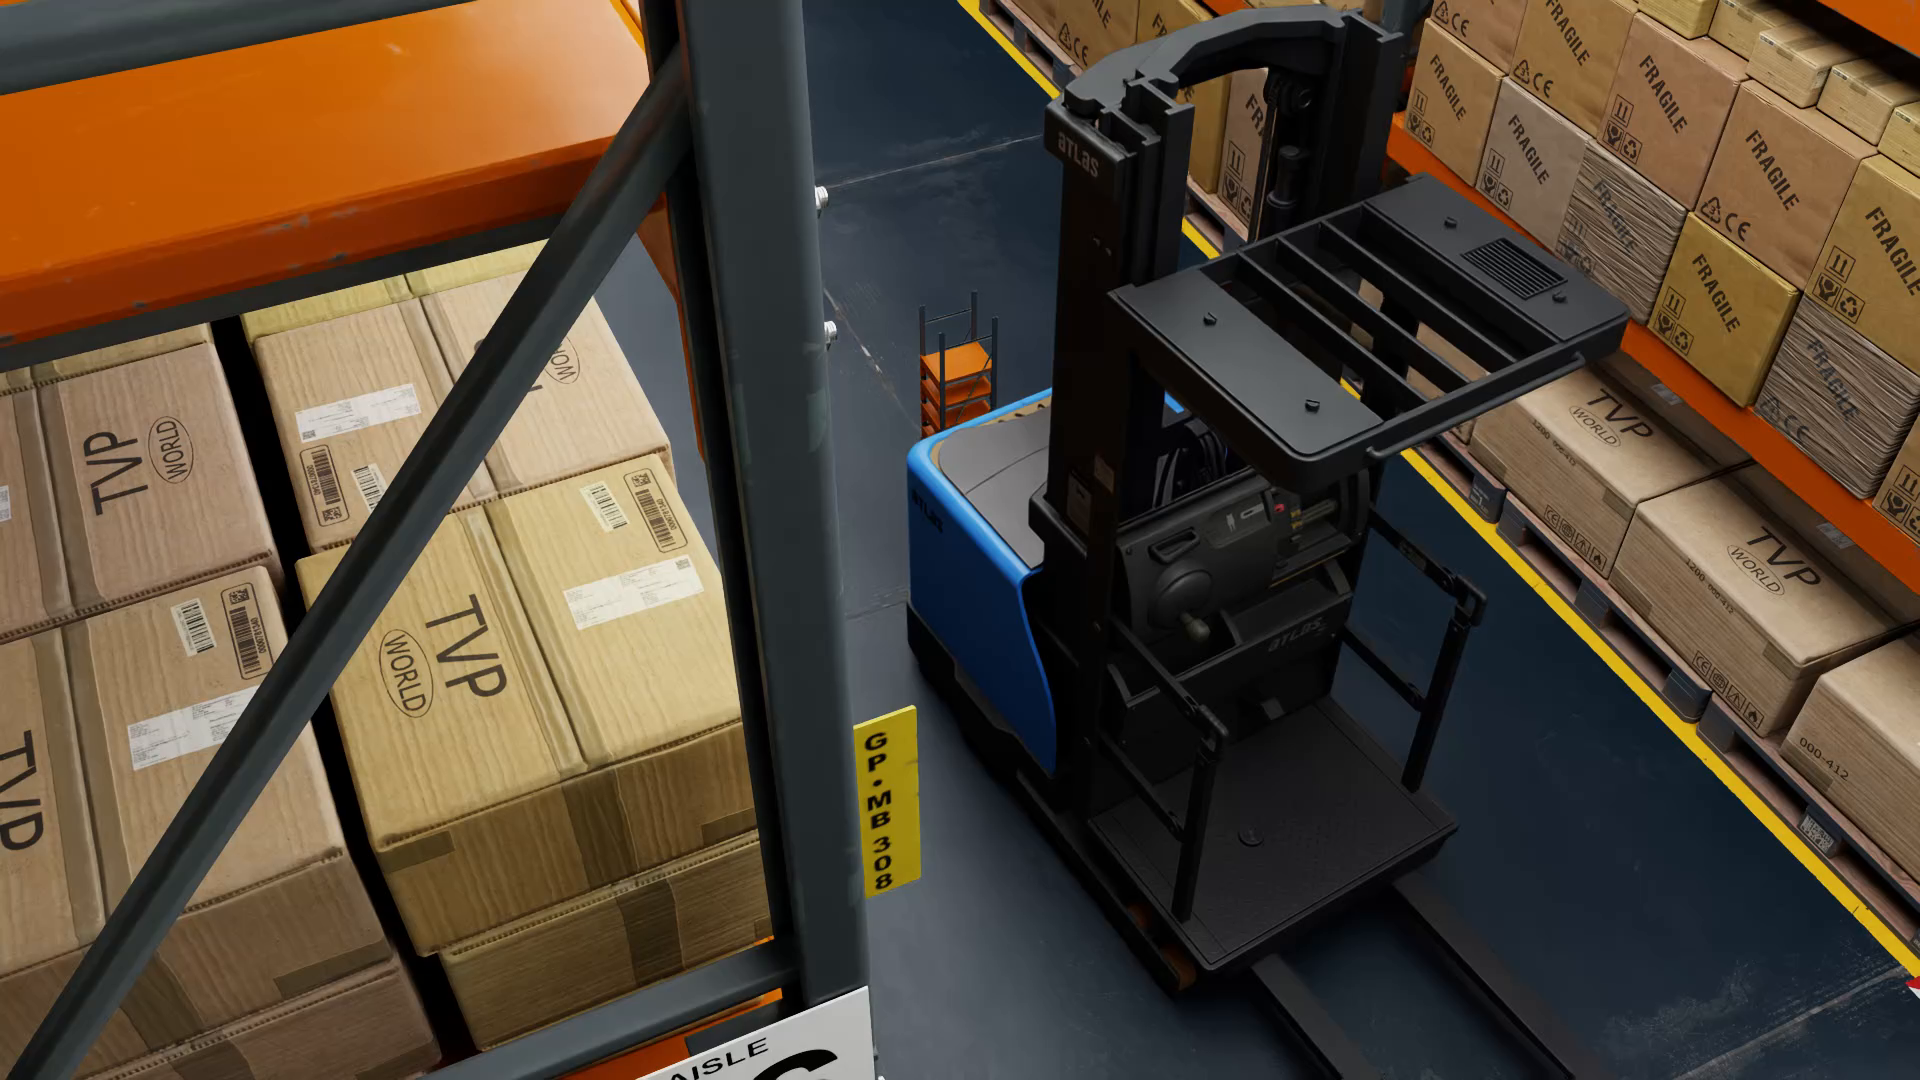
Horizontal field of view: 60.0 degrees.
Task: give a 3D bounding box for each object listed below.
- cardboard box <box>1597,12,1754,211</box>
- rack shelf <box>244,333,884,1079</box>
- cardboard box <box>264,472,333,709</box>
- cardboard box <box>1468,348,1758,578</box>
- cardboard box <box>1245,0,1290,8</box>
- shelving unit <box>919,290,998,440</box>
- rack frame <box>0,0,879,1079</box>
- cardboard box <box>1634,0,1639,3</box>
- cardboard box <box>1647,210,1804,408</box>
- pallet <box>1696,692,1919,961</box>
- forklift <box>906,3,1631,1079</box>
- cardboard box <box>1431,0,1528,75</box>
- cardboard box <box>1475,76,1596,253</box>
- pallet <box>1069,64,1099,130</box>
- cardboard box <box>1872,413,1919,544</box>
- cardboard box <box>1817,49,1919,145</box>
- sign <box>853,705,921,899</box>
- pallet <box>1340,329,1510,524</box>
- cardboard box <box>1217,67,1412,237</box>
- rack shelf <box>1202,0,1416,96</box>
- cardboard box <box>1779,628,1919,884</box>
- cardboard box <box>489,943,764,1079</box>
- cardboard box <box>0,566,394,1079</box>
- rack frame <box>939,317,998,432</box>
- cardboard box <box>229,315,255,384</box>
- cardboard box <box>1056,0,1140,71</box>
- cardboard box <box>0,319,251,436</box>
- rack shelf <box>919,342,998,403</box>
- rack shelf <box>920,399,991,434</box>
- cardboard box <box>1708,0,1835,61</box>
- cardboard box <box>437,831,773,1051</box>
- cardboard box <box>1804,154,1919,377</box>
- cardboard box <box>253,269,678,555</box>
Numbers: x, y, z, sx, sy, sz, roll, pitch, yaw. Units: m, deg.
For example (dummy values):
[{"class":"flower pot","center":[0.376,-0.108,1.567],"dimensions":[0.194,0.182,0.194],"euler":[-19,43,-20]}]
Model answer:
[{"class":"cardboard box","center":[2.626,-1.530,5.751],"dimensions":[0.500,0.500,0.500],"euler":[-17,47,-17]},{"class":"rack shelf","center":[-1.427,-0.236,3.599],"dimensions":[1.077,0.370,4.000],"euler":[-18,47,-17]},{"class":"cardboard box","center":[-1.246,0.204,2.536],"dimensions":[0.500,0.250,0.500],"euler":[-18,47,-17]},{"class":"cardboard box","center":[2.778,-0.402,6.916],"dimensions":[0.875,0.438,0.875],"euler":[-19,48,-19]},{"class":"cardboard box","center":[1.604,-2.650,7.776],"dimensions":[0.500,0.250,0.500],"euler":[-19,48,-18]},{"class":"shelving unit","center":[-0.006,-0.436,6.707],"dimensions":[0.258,1.200,0.189],"euler":[-18,47,-17]},{"class":"rack frame","center":[-0.586,-0.285,1.001],"dimensions":[1.000,3.000,0.127],"euler":[-18,47,-17]},{"class":"cardboard box","center":[2.448,-2.026,5.792],"dimensions":[0.380,0.149,0.250],"euler":[-18,47,-18]},{"class":"cardboard box","center":[2.822,-0.857,5.781],"dimensions":[0.500,0.500,0.500],"euler":[-17,47,-16]},{"class":"pallet","center":[3.509,0.888,6.068],"dimensions":[1.003,0.211,1.213],"euler":[-18,47,-17]},{"class":"forklift","center":[0.993,0.087,4.943],"dimensions":[1.130,2.935,3.031],"euler":[-23,49,-22]},{"class":"cardboard box","center":[2.215,-2.183,6.413],"dimensions":[0.500,0.500,0.500],"euler":[-18,47,-17]},{"class":"cardboard box","center":[2.402,-1.504,6.437],"dimensions":[0.500,0.500,0.500],"euler":[-18,47,-17]},{"class":"pallet","center":[1.324,-2.422,9.424],"dimensions":[1.003,0.211,1.213],"euler":[-18,47,-17]},{"class":"cardboard box","center":[3.276,-0.207,5.122],"dimensions":[0.500,0.500,0.500],"euler":[-19,48,-18]},{"class":"cardboard box","center":[2.904,-1.380,5.136],"dimensions":[0.380,0.149,0.250],"euler":[-17,47,-16]},{"class":"sign","center":[-0.094,0.311,1.910],"dimensions":[0.100,0.325,0.005],"euler":[-18,47,-17]},{"class":"pallet","center":[2.483,-0.667,7.644],"dimensions":[1.003,0.211,1.213],"euler":[-18,47,-17]},{"class":"cardboard box","center":[1.901,-1.932,8.155],"dimensions":[0.875,0.875,0.875],"euler":[-17,47,-16]},{"class":"rack shelf","center":[1.393,-3.185,8.724],"dimensions":[1.077,0.370,4.000],"euler":[-18,47,-17]},{"class":"cardboard box","center":[3.548,0.754,5.745],"dimensions":[0.875,0.438,0.875],"euler":[-20,48,-19]},{"class":"cardboard box","center":[-0.509,0.600,2.418],"dimensions":[0.380,0.149,0.250],"euler":[-17,47,-17]},{"class":"cardboard box","center":[-1.026,0.351,2.031],"dimensions":[0.500,0.250,0.500],"euler":[-19,48,-19]},{"class":"rack frame","center":[0.032,-0.378,6.648],"dimensions":[0.240,1.200,0.006],"euler":[-18,47,-17]},{"class":"cardboard box","center":[-1.673,-0.445,3.193],"dimensions":[0.500,0.250,0.500],"euler":[-17,47,-16]},{"class":"cardboard box","center":[1.138,-3.075,9.313],"dimensions":[0.875,0.875,0.875],"euler":[-17,47,-17]},{"class":"cardboard box","center":[-1.470,-0.306,2.696],"dimensions":[0.500,0.250,0.500],"euler":[-18,47,-17]},{"class":"rack shelf","center":[-0.006,-0.661,6.485],"dimensions":[0.258,0.103,0.180],"euler":[-18,47,-17]},{"class":"rack shelf","center":[-0.006,-0.490,6.654],"dimensions":[0.258,0.103,0.180],"euler":[-18,47,-17]},{"class":"cardboard box","center":[2.714,-1.712,5.474],"dimensions":[0.380,0.149,0.250],"euler":[-18,47,-18]},{"class":"cardboard box","center":[-0.525,0.367,2.371],"dimensions":[0.500,0.250,0.500],"euler":[-19,48,-18]},{"class":"cardboard box","center":[3.046,-0.887,5.099],"dimensions":[0.500,0.500,0.500],"euler":[-18,47,-18]},{"class":"cardboard box","center":[-0.742,-0.134,2.523],"dimensions":[0.500,0.250,0.500],"euler":[-18,47,-18]}]
